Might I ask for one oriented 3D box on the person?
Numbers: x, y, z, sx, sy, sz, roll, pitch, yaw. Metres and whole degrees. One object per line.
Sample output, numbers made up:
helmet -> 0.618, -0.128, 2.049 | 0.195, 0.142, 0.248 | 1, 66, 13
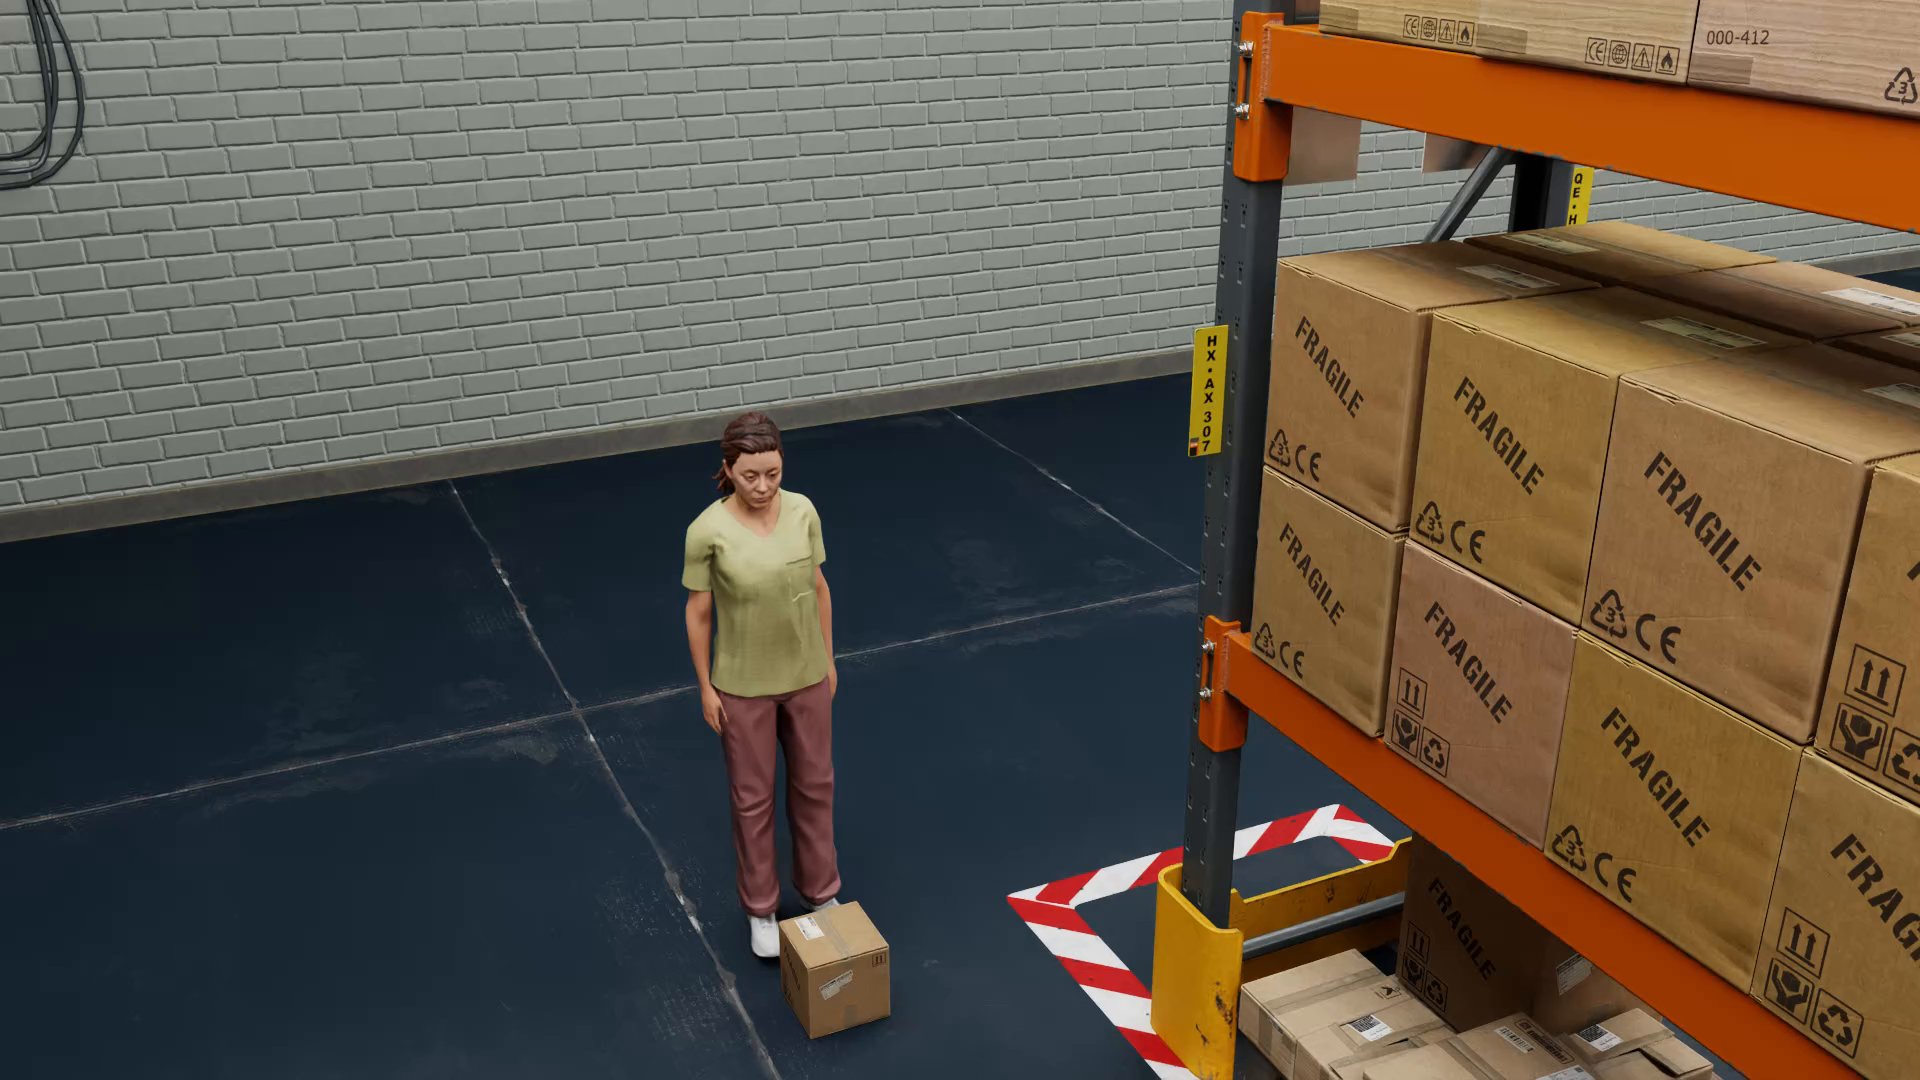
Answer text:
person -> -0.571, 0.439, 4.998 | 0.453, 1.697, 0.434 | -10, 24, -23
